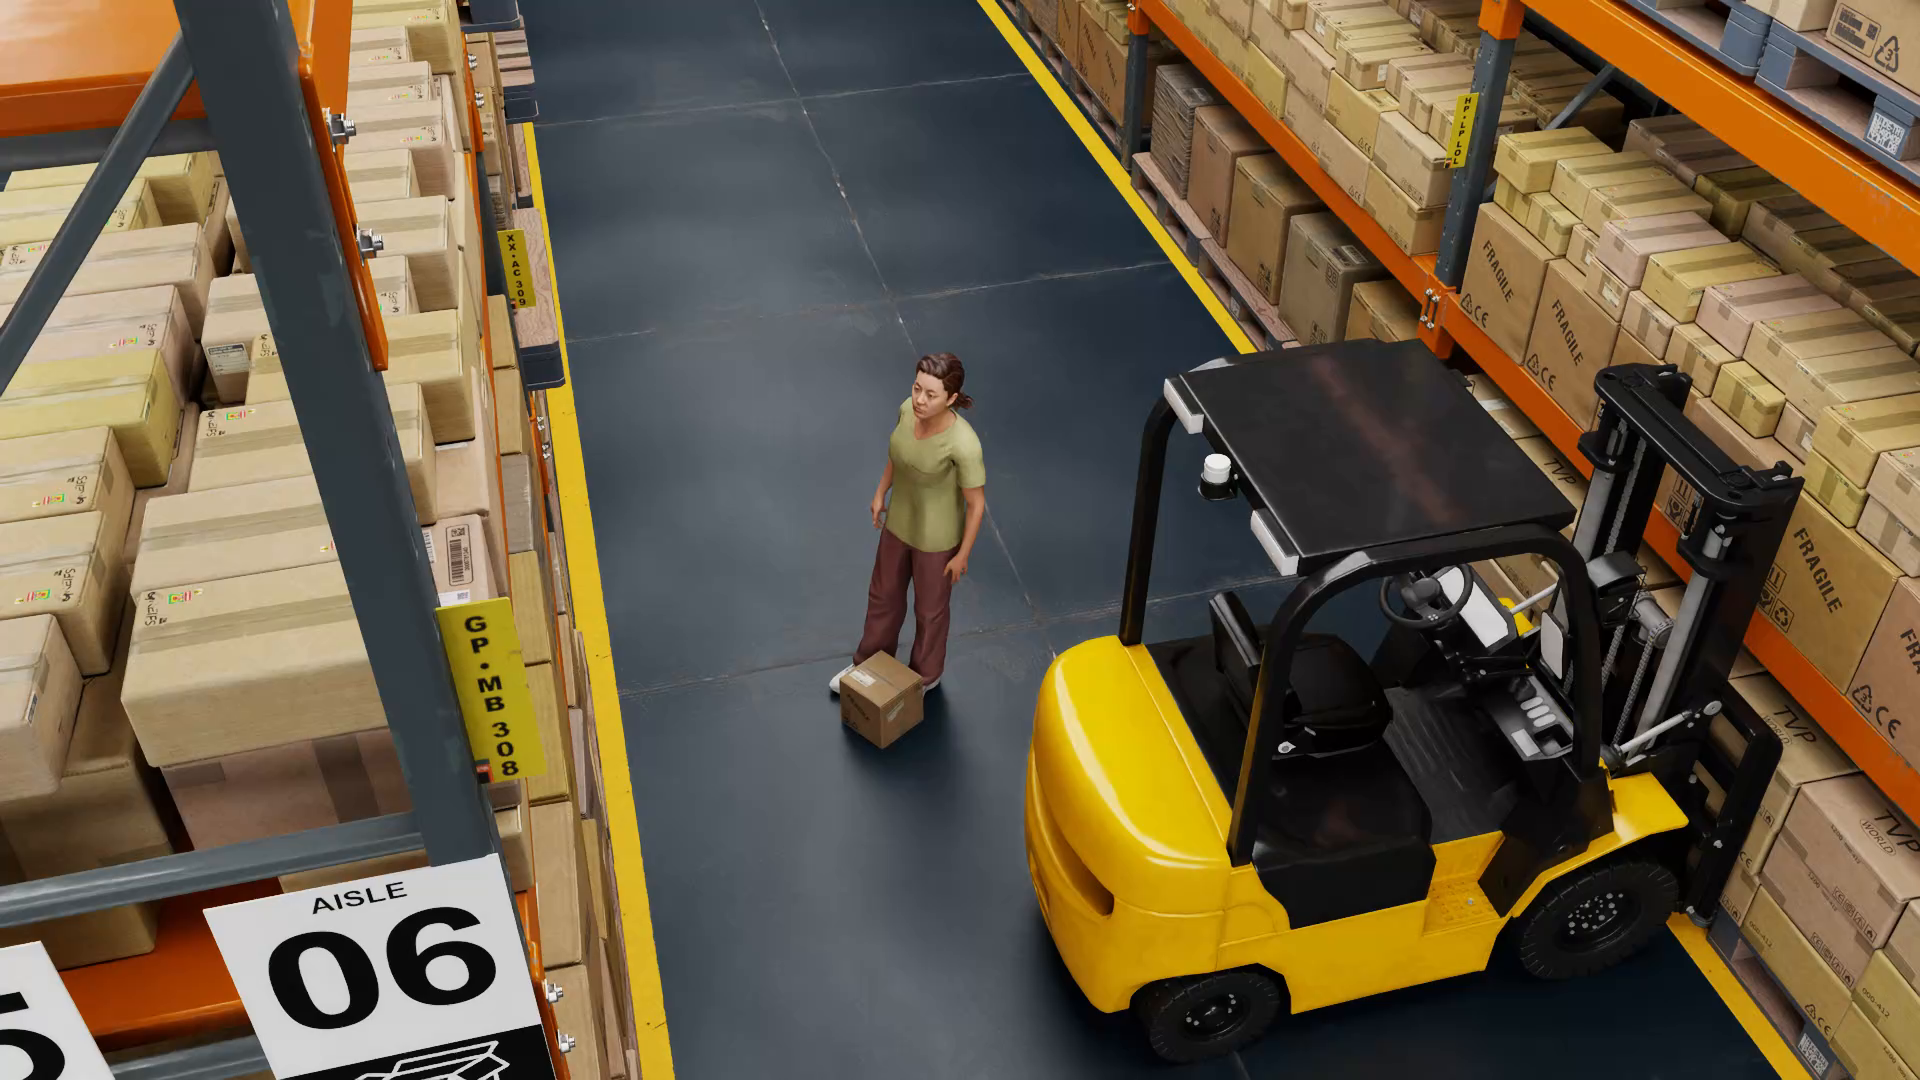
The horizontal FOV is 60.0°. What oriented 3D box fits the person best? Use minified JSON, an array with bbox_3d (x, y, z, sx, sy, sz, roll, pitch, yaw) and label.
[{"bbox_3d":[-0.201,-0.003,6.704,0.548,1.673,0.553,-31,48,-33],"label":"person"}]
